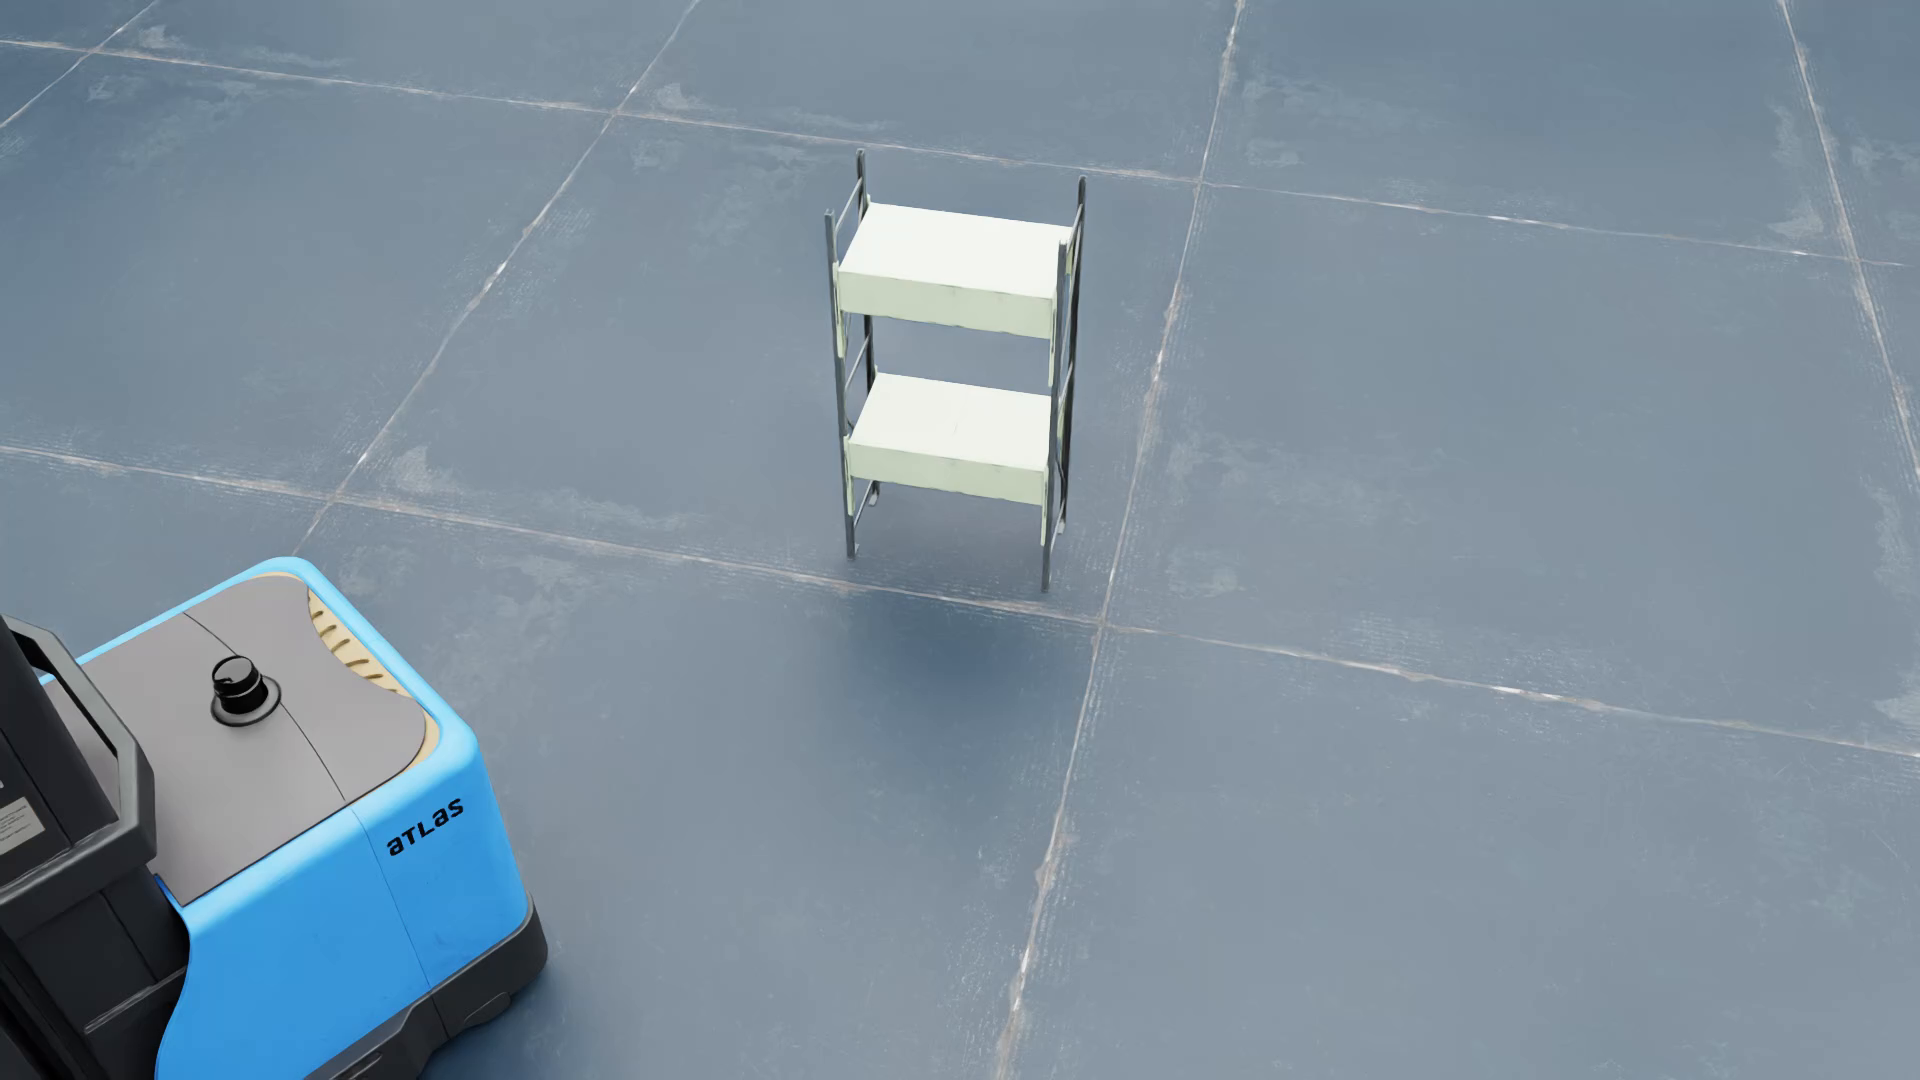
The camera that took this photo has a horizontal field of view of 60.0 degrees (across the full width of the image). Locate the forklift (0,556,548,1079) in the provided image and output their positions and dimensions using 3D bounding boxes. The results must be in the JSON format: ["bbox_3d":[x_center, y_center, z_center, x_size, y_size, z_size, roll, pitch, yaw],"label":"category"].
[{"bbox_3d":[-2.621,0.686,3.424,3.031,2.935,1.130,-34,53,-30],"label":"forklift"}]

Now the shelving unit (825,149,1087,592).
[{"bbox_3d":[-0.007,-0.541,5.731,0.755,1.500,0.431,9,45,9],"label":"shelving unit"}]

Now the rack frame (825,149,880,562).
[{"bbox_3d":[-0.364,-0.597,5.789,0.023,1.500,0.400,9,45,9],"label":"rack frame"}]

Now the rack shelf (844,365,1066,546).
[{"bbox_3d":[-0.007,-0.306,5.957,0.720,0.370,0.431,9,45,9],"label":"rack shelf"}]

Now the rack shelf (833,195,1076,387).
[{"bbox_3d":[-0.007,-0.823,5.460,0.720,0.370,0.431,9,45,9],"label":"rack shelf"}]

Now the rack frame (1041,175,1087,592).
[{"bbox_3d":[0.351,-0.486,5.673,0.023,1.500,0.400,9,45,9],"label":"rack frame"}]
